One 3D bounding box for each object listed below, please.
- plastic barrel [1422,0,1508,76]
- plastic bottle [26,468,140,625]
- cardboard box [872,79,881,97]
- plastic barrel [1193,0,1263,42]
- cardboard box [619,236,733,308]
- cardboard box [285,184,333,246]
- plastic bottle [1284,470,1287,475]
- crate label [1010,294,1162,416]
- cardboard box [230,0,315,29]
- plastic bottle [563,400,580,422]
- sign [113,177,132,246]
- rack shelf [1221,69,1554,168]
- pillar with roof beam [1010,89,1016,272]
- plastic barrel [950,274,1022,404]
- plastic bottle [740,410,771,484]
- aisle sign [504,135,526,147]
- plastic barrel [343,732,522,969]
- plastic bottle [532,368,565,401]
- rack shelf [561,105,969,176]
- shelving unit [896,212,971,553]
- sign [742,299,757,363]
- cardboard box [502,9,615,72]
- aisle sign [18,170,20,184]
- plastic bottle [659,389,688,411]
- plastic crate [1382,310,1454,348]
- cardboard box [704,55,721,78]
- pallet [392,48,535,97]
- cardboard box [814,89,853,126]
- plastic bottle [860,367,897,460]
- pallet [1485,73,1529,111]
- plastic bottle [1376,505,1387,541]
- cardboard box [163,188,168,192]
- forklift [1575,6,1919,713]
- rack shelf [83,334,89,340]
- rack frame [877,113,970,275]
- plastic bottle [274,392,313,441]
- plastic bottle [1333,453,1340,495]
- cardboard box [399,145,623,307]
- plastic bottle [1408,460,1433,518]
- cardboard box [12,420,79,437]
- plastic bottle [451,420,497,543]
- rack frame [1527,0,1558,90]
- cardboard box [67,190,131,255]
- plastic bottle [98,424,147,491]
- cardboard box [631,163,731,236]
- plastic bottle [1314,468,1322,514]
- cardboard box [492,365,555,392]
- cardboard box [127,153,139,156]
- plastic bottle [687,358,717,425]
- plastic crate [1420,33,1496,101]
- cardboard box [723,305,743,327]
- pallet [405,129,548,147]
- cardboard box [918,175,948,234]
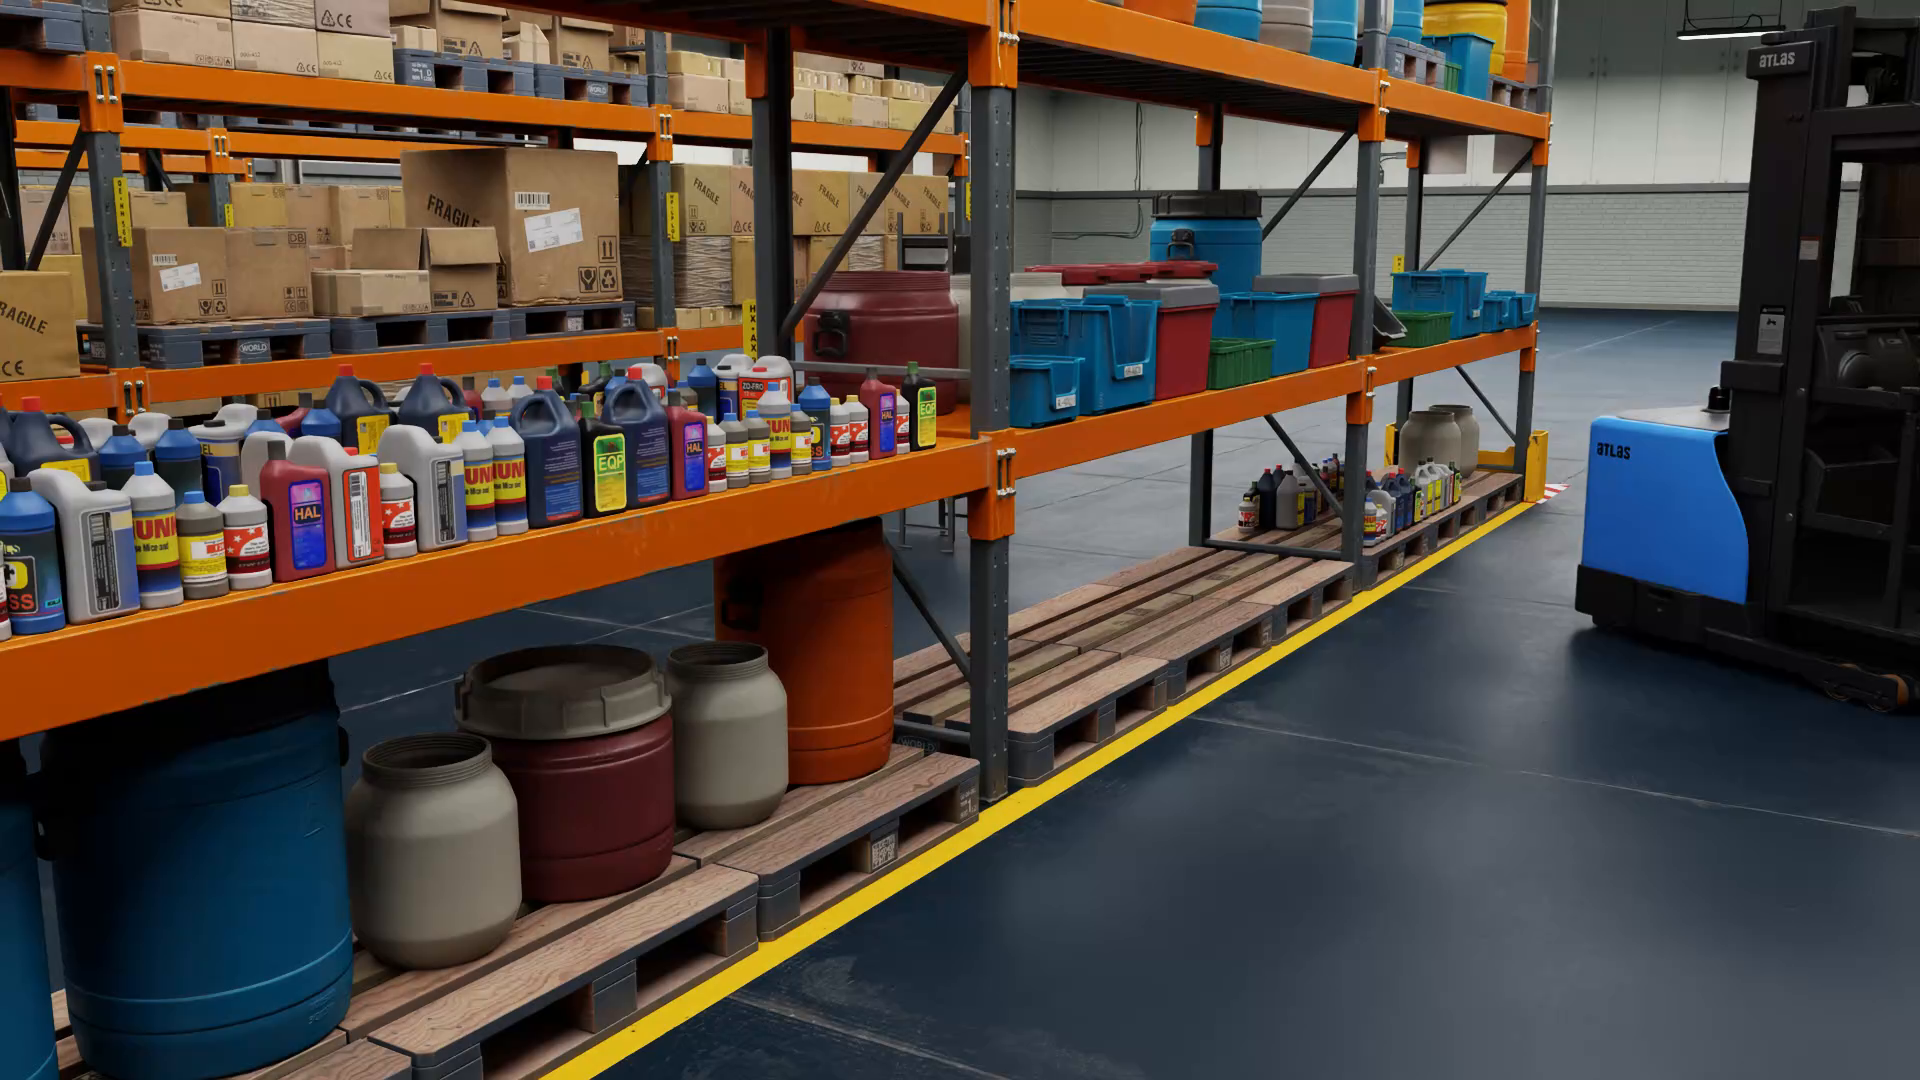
[{"bbox_3d":[3.384,-3.434,11.257,0.600,0.588,0.600,0,11,0],"label":"plastic barrel"},{"bbox_3d":[-1.607,0.002,3.044,0.152,0.276,0.135,6,12,31],"label":"plastic bottle"},{"bbox_3d":[-0.872,-3.697,13.636,0.380,0.149,0.250,7,12,31],"label":"cardboard box"},{"bbox_3d":[1.032,-2.638,7.292,0.600,0.901,0.708,6,12,31],"label":"plastic barrel"},{"bbox_3d":[-2.157,-1.957,12.088,0.875,0.500,0.500,6,12,31],"label":"cardboard box"},{"bbox_3d":[-6.223,-2.943,15.095,0.875,0.550,0.550,6,12,31],"label":"cardboard box"},{"bbox_3d":[2.027,-0.293,10.468,0.061,0.283,0.133,7,13,34],"label":"plastic bottle"},{"bbox_3d":[0.460,-0.742,6.584,0.502,0.435,0.616,6,12,31],"label":"crate label"},{"bbox_3d":[-3.789,-2.965,8.775,0.500,0.500,0.500,6,12,31],"label":"cardboard box"},{"bbox_3d":[-0.943,-0.208,4.147,0.061,0.283,0.133,6,12,31],"label":"plastic bottle"},{"bbox_3d":[-4.044,-1.584,8.031,0.100,0.325,0.005,6,12,31],"label":"sign"},{"bbox_3d":[2.828,-2.659,10.721,1.077,0.370,4.000,6,12,31],"label":"rack shelf"},{"bbox_3d":[5.043,-10.978,45.054,9.100,9.000,0.548,6,12,31],"label":"pillar with roof beam"},{"bbox_3d":[0.065,-0.831,6.854,0.421,0.512,0.421,0,11,0],"label":"plastic barrel"},{"bbox_3d":[-0.580,-0.263,4.661,0.097,0.201,0.097,0,11,0],"label":"plastic bottle"},{"bbox_3d":[-4.773,-4.133,17.728,0.394,0.787,0.004,6,12,31],"label":"aisle sign"},{"bbox_3d":[-1.329,0.776,4.193,0.421,0.512,0.421,0,11,0],"label":"plastic barrel"},{"bbox_3d":[-1.256,-0.374,5.031,0.061,0.283,0.133,6,12,31],"label":"plastic bottle"},{"bbox_3d":[-1.405,-3.132,13.249,1.077,0.370,4.000,6,12,31],"label":"rack shelf"},{"bbox_3d":[-0.086,-1.006,10.536,0.431,2.100,0.503,6,12,31],"label":"shelving unit"},{"bbox_3d":[-0.760,-0.726,6.150,0.100,0.325,0.005,6,12,31],"label":"sign"},{"bbox_3d":[-2.772,-3.363,11.110,0.797,0.503,0.637,6,12,28],"label":"cardboard box"},{"bbox_3d":[-12.795,-5.006,22.392,0.394,0.787,0.004,6,12,31],"label":"aisle sign"},{"bbox_3d":[-0.911,-0.378,5.274,0.097,0.201,0.097,0,11,0],"label":"plastic bottle"},{"bbox_3d":[2.736,-1.306,10.267,0.450,0.188,0.662,6,12,31],"label":"plastic crate"},{"bbox_3d":[-1.931,-3.363,11.854,0.380,0.149,0.250,6,12,28],"label":"cardboard box"},{"bbox_3d":[-3.390,-2.828,10.183,1.213,0.211,1.003,6,12,31],"label":"pallet"},{"bbox_3d":[-1.186,-3.388,13.070,0.500,0.250,0.500,6,12,30],"label":"cardboard box"},{"bbox_3d":[-0.252,-0.396,5.150,0.061,0.283,0.133,6,12,31],"label":"plastic bottle"},{"bbox_3d":[3.354,-3.113,11.708,1.003,0.211,1.213,6,12,31],"label":"pallet"},{"bbox_3d":[2.436,-0.104,9.683,0.097,0.201,0.097,0,11,0],"label":"plastic bottle"},{"bbox_3d":[-9.184,-3.779,19.106,0.700,0.500,0.500,7,12,31],"label":"cardboard box"},{"bbox_3d":[4.237,-0.804,7.197,1.130,2.935,3.031,-5,12,-24],"label":"forklift"},{"bbox_3d":[-7.668,-1.518,12.781,1.077,0.370,4.000,6,12,31],"label":"rack shelf"},{"bbox_3d":[-0.366,-2.325,15.139,1.000,3.000,0.127,6,12,31],"label":"rack frame"},{"bbox_3d":[-1.712,-0.236,4.293,0.061,0.283,0.133,6,12,31],"label":"plastic bottle"},{"bbox_3d":[2.526,-0.444,11.276,0.061,0.283,0.133,7,12,32],"label":"plastic bottle"},{"bbox_3d":[-2.975,-2.086,11.089,1.000,1.000,1.000,6,12,31],"label":"cardboard box"},{"bbox_3d":[2.883,-0.321,10.436,0.144,0.351,0.185,6,12,30],"label":"plastic bottle"},{"bbox_3d":[-4.896,-0.123,8.006,1.225,0.875,0.875,6,12,28],"label":"cardboard box"},{"bbox_3d":[-1.113,-0.136,3.793,0.097,0.271,0.097,0,11,0],"label":"plastic bottle"},{"bbox_3d":[3.867,-4.801,12.059,1.000,3.000,0.127,6,12,31],"label":"rack frame"},{"bbox_3d":[-7.148,-2.567,13.440,0.700,0.500,0.500,6,12,30],"label":"cardboard box"},{"bbox_3d":[-1.867,-0.122,3.721,0.097,0.271,0.097,0,11,0],"label":"plastic bottle"},{"bbox_3d":[-1.992,-2.430,11.898,0.500,0.500,0.500,6,12,31],"label":"cardboard box"},{"bbox_3d":[2.246,-0.308,10.550,0.061,0.283,0.133,6,12,31],"label":"plastic bottle"},{"bbox_3d":[-4.849,-1.864,17.308,0.875,0.875,0.875,6,12,31],"label":"cardboard box"},{"bbox_3d":[-9.328,-4.382,18.657,0.380,0.149,0.250,6,12,30],"label":"cardboard box"},{"bbox_3d":[-0.871,-0.478,5.621,0.097,0.271,0.097,0,11,0],"label":"plastic bottle"},{"bbox_3d":[3.134,-2.990,10.581,0.392,0.384,0.575,6,12,31],"label":"plastic crate"},{"bbox_3d":[-1.827,-1.658,12.256,0.380,0.149,0.250,6,12,31],"label":"cardboard box"},{"bbox_3d":[-4.929,-4.128,16.858,1.003,0.211,1.213,6,12,31],"label":"pallet"},{"bbox_3d":[-0.441,-2.902,14.422,0.500,0.500,0.500,6,12,31],"label":"cardboard box"}]
